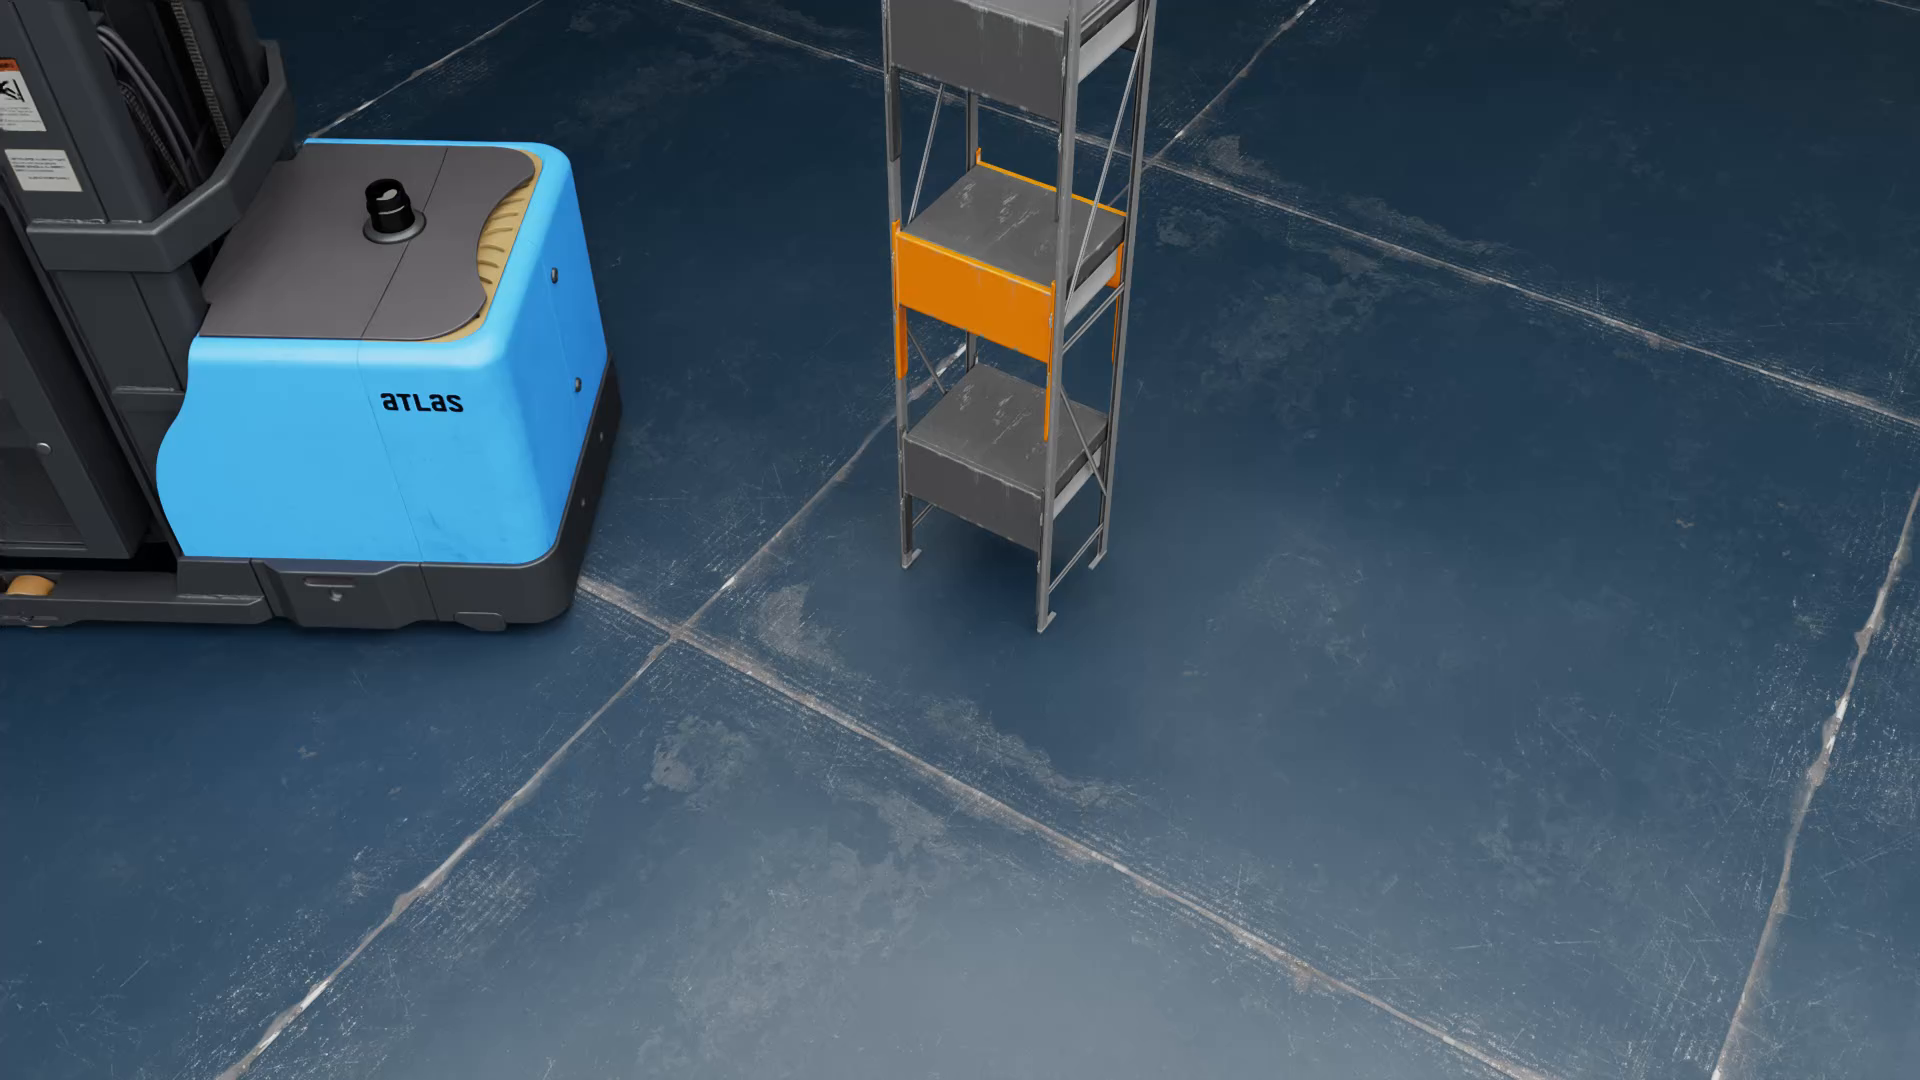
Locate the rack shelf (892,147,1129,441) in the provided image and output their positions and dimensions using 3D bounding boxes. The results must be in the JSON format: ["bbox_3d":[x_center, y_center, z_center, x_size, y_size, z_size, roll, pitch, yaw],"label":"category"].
[{"bbox_3d":[0.139,-0.658,4.444,0.480,0.518,0.431,25,51,22],"label":"rack shelf"}]

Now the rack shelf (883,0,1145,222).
[{"bbox_3d":[0.139,-1.146,3.942,0.480,0.518,0.431,25,51,22],"label":"rack shelf"}]

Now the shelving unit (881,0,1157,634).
[{"bbox_3d":[0.139,-0.668,4.435,0.503,2.100,0.431,25,51,22],"label":"shelving unit"}]

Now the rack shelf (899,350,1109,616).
[{"bbox_3d":[0.139,-0.170,4.946,0.480,0.518,0.431,25,51,22],"label":"rack shelf"}]

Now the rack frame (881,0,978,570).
[{"bbox_3d":[-0.066,-0.762,4.526,0.015,2.100,0.400,25,51,22],"label":"rack frame"}]

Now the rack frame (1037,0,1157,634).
[{"bbox_3d":[0.345,-0.573,4.343,0.015,2.100,0.400,25,51,22],"label":"rack frame"}]

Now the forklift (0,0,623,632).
[{"bbox_3d":[-2.659,-1.137,4.311,3.031,2.935,1.130,1,46,1],"label":"forklift"}]
